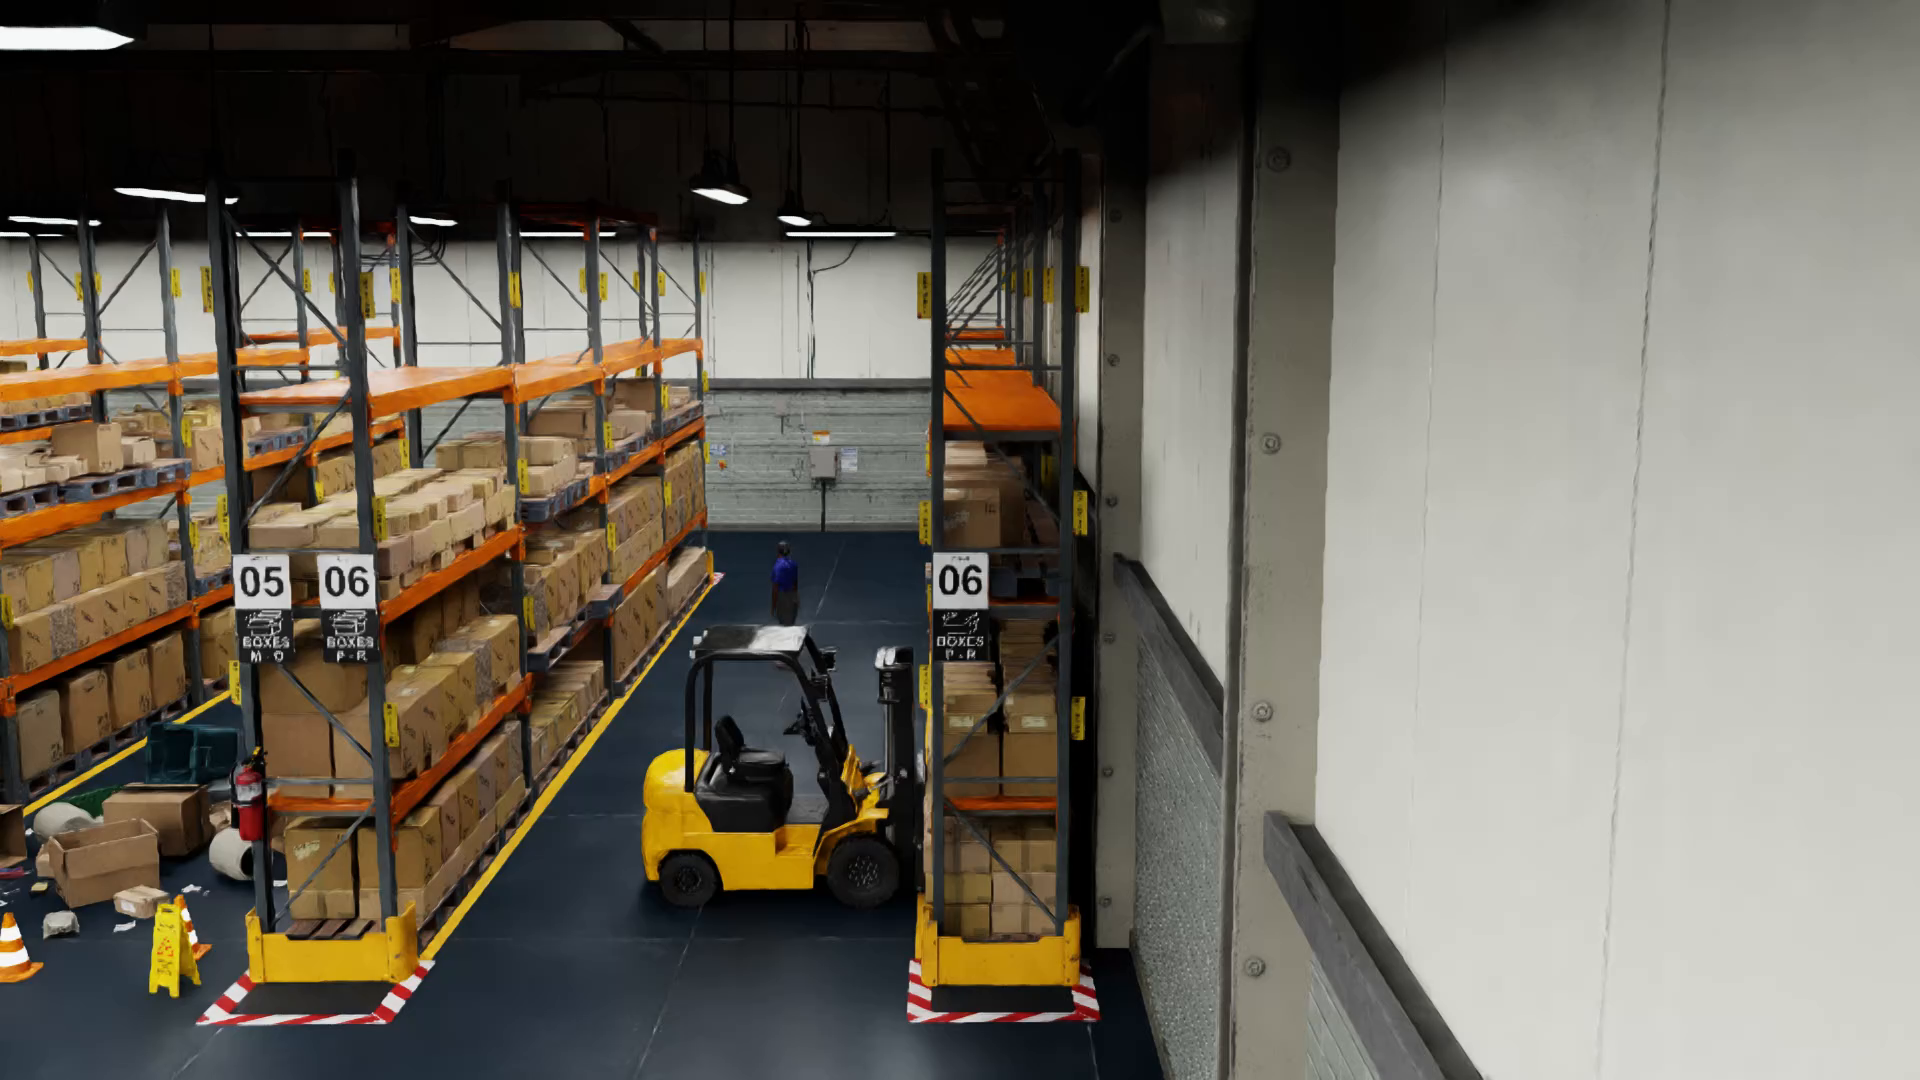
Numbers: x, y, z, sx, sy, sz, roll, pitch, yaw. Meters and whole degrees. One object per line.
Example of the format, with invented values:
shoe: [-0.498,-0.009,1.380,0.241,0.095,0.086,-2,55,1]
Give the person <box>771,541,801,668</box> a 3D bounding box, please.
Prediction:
person: [-2.331,0.877,22.035,0.547,1.550,0.558,5,10,26]
